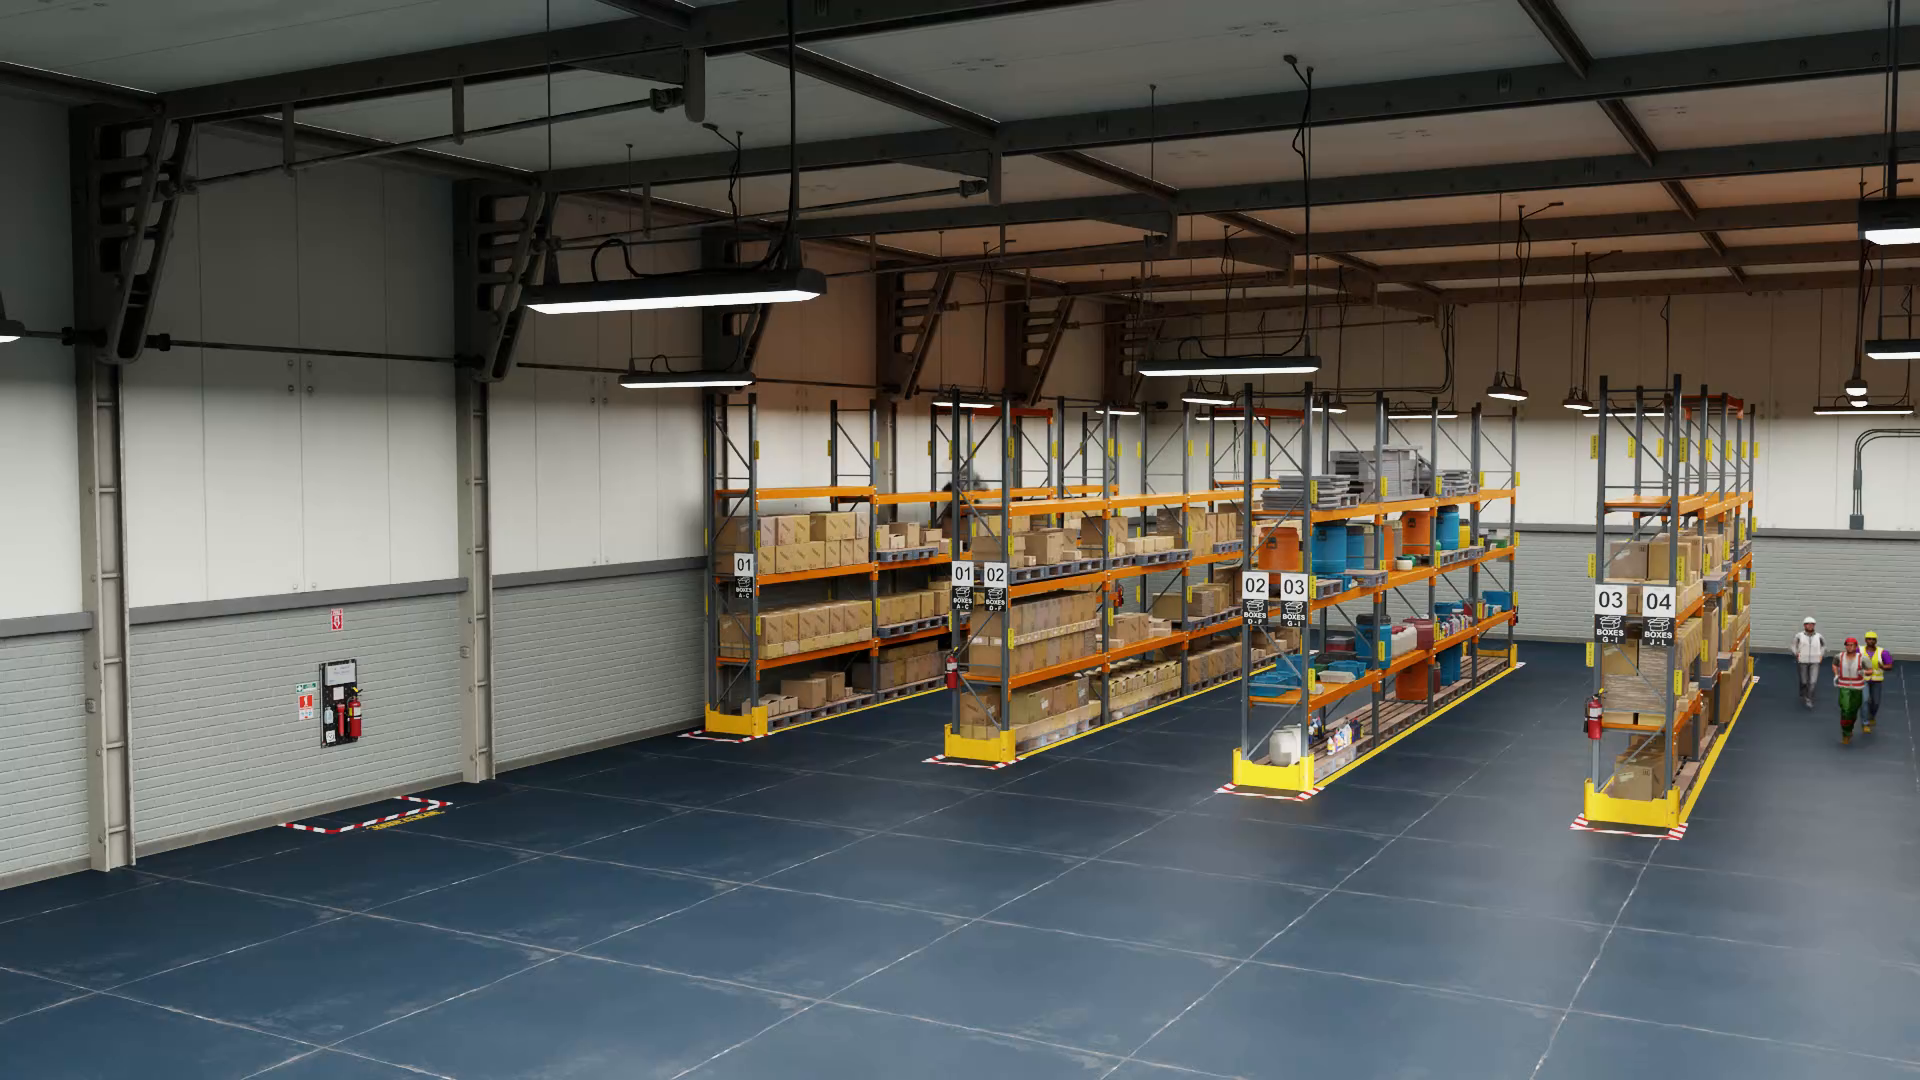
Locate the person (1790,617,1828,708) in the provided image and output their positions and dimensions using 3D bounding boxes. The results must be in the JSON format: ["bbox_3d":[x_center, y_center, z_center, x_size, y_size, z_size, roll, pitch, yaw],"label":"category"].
[{"bbox_3d":[16.629,2.382,32.573,0.661,1.744,0.733,1,3,21],"label":"person"}]

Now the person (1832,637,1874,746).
[{"bbox_3d":[15.274,2.573,28.457,0.623,1.839,0.825,2,3,26],"label":"person"}]

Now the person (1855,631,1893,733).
[{"bbox_3d":[16.148,2.496,29.511,0.700,1.754,0.989,1,3,23],"label":"person"}]
